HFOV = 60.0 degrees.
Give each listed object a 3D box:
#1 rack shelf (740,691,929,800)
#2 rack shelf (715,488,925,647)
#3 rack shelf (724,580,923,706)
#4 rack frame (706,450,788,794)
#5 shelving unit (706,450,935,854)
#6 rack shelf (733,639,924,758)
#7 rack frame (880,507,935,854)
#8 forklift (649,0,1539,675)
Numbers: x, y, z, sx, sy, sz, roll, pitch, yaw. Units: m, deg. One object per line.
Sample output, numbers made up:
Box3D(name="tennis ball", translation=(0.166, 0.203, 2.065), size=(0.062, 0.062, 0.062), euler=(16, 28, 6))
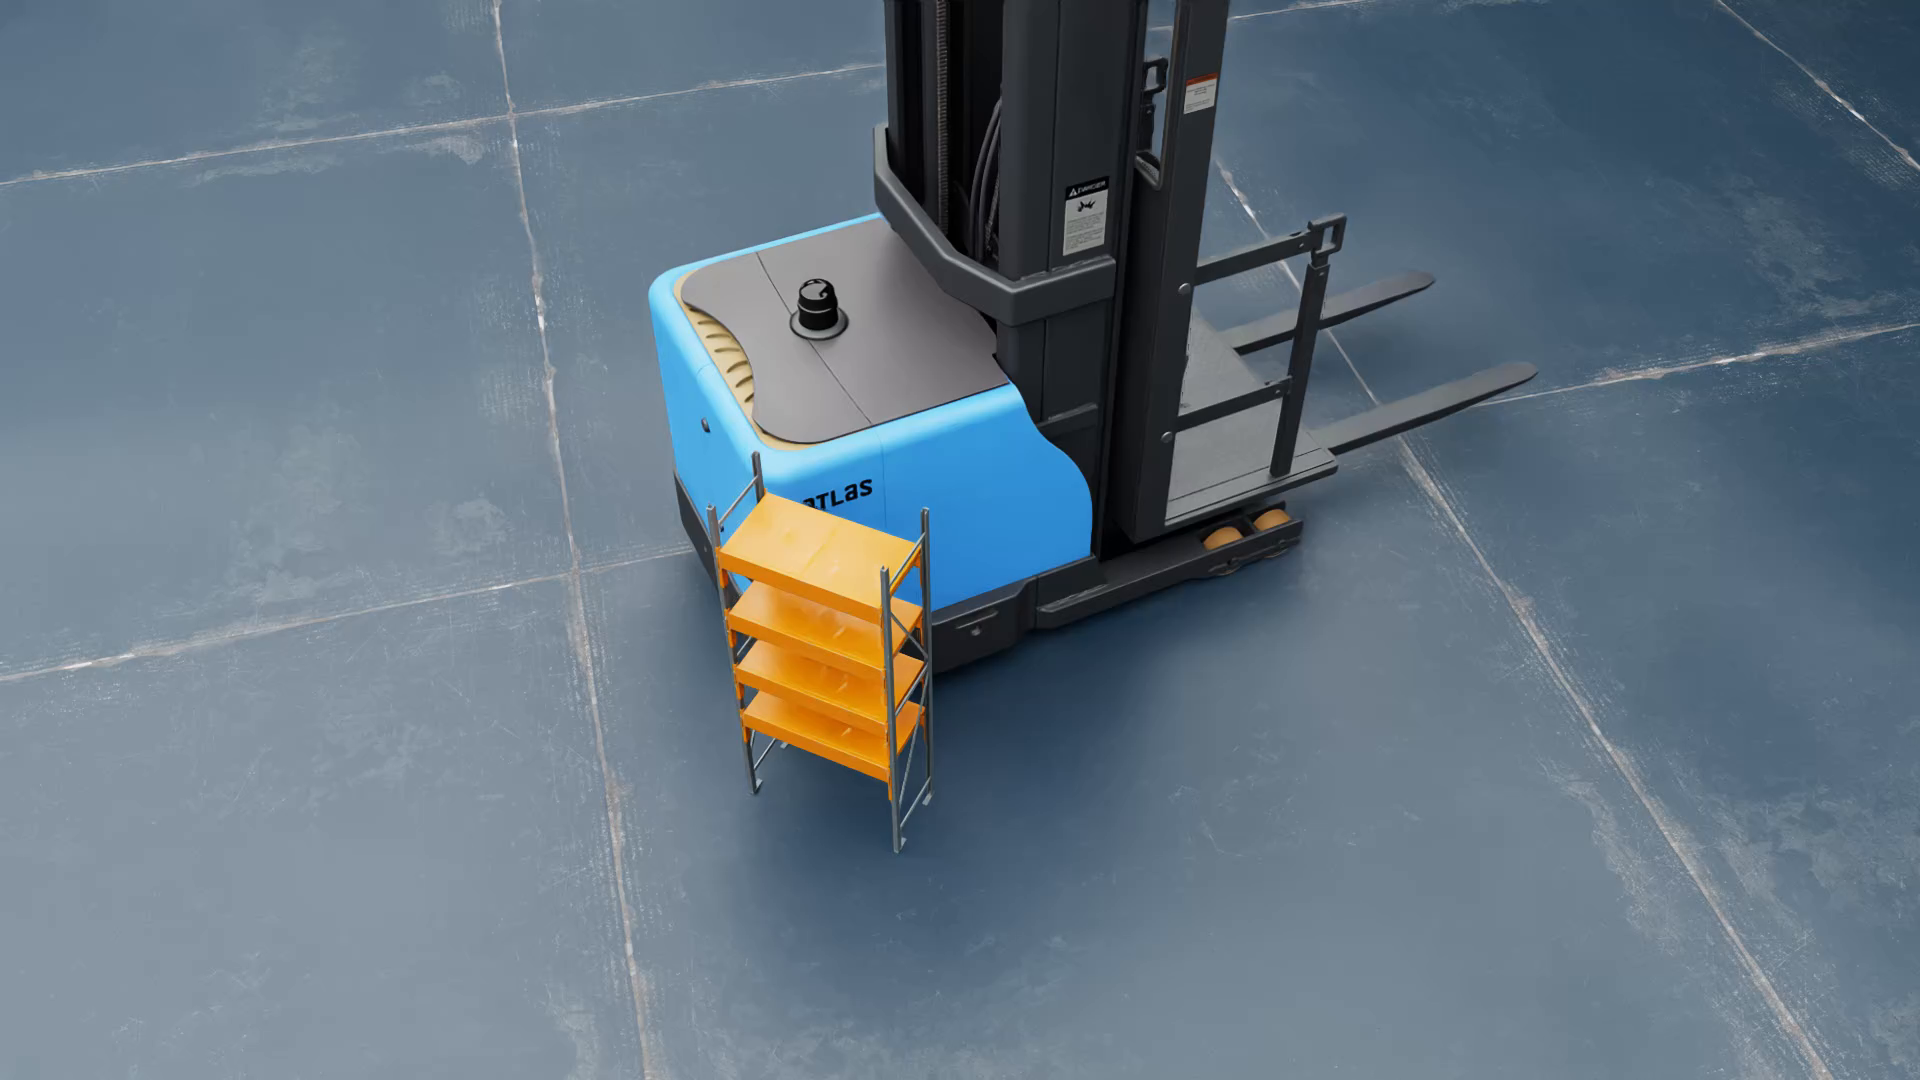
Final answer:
Box3D(name="rack shelf", translation=(-0.355, 0.527, 4.766), size=(0.480, 0.148, 0.258), euler=(19, 49, 18))
Box3D(name="rack shelf", translation=(-0.355, 0.066, 4.295), size=(0.480, 0.148, 0.258), euler=(19, 49, 18))
Box3D(name="rack shelf", translation=(-0.355, 0.232, 4.464), size=(0.480, 0.148, 0.258), euler=(19, 49, 18))
Box3D(name="rack frame", translation=(-0.575, 0.266, 4.649), size=(0.015, 1.200, 0.240), euler=(19, 49, 18))
Box3D(name="shelving unit", translation=(-0.355, 0.341, 4.576), size=(0.503, 1.200, 0.258), euler=(19, 49, 18))
Box3D(name="rack shelf", translation=(-0.355, 0.388, 4.624), size=(0.480, 0.148, 0.258), euler=(19, 49, 18))
Box3D(name="rack frame", translation=(-0.135, 0.416, 4.502), size=(0.015, 1.200, 0.240), euler=(19, 49, 18))
Box3D(name="forklift", translation=(0.597, -1.229, 4.902), size=(3.031, 2.935, 1.130), euler=(-19, 49, -18))
